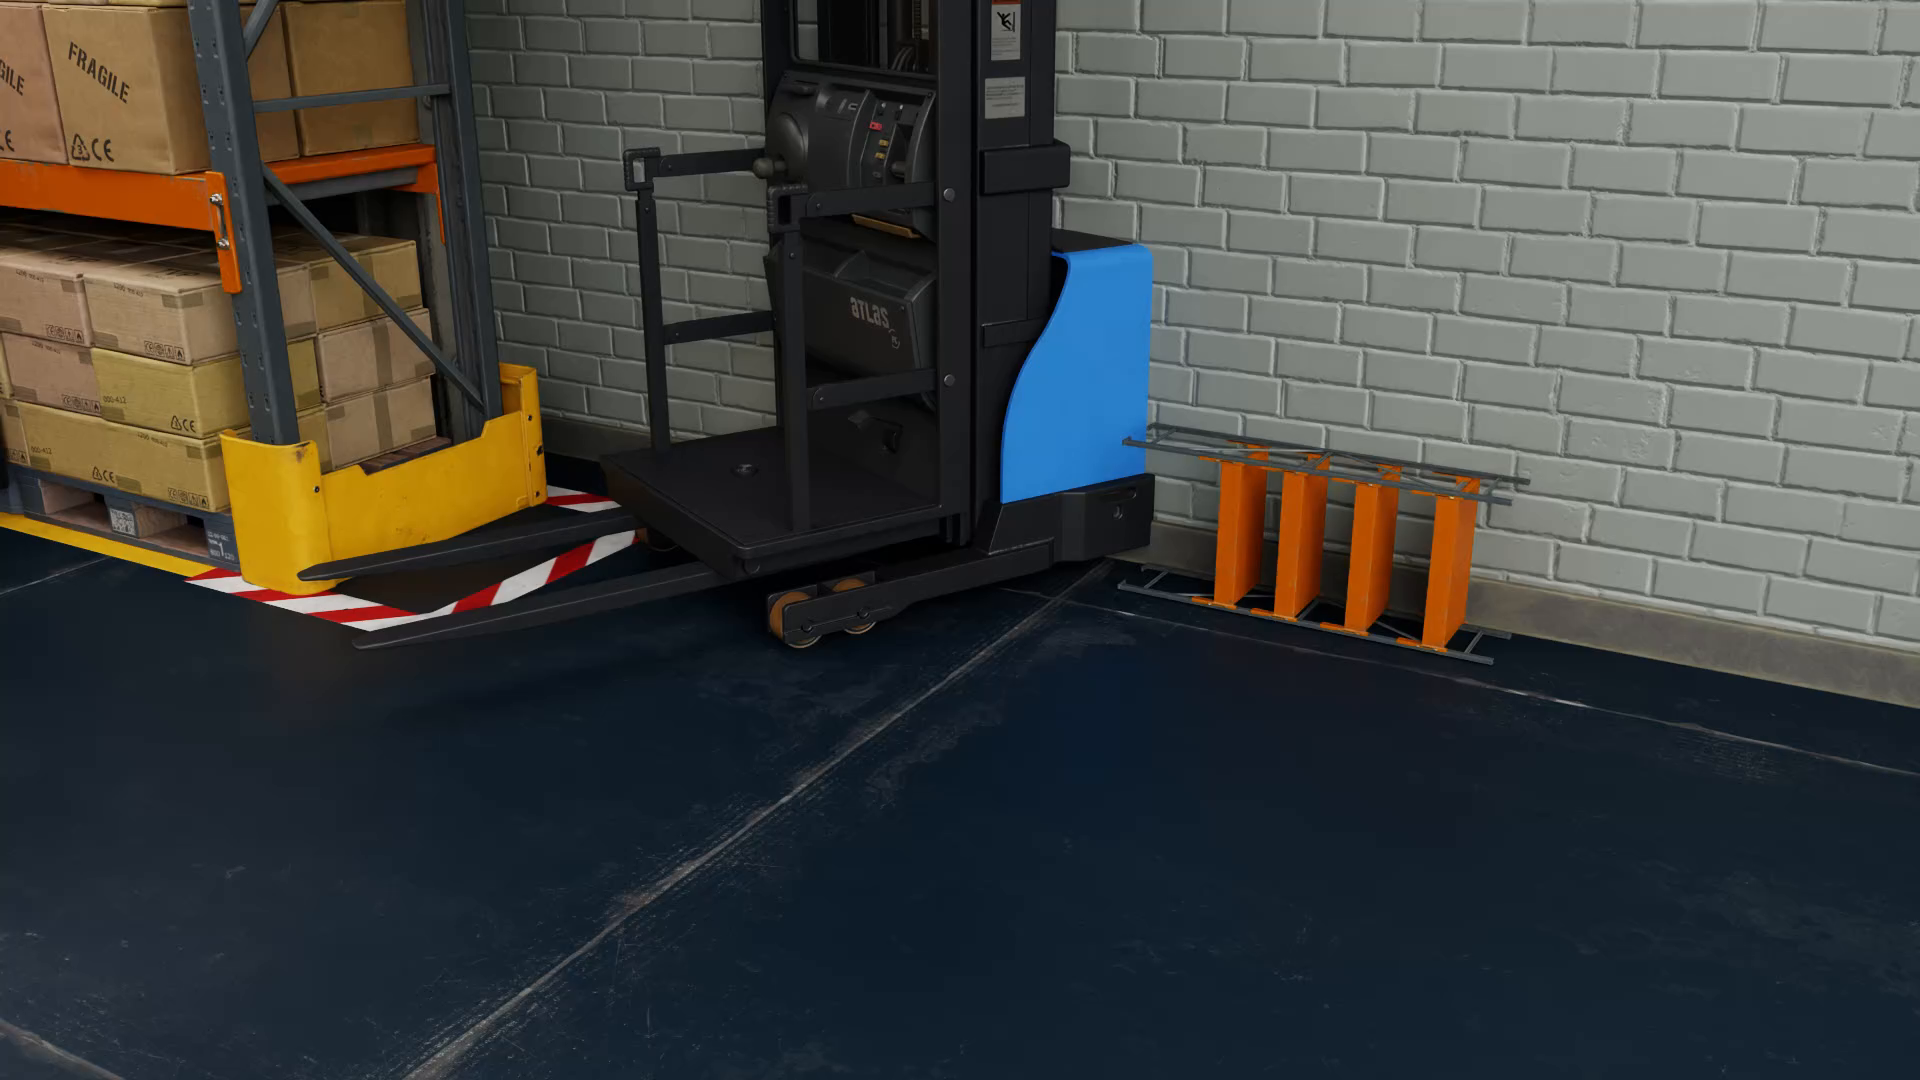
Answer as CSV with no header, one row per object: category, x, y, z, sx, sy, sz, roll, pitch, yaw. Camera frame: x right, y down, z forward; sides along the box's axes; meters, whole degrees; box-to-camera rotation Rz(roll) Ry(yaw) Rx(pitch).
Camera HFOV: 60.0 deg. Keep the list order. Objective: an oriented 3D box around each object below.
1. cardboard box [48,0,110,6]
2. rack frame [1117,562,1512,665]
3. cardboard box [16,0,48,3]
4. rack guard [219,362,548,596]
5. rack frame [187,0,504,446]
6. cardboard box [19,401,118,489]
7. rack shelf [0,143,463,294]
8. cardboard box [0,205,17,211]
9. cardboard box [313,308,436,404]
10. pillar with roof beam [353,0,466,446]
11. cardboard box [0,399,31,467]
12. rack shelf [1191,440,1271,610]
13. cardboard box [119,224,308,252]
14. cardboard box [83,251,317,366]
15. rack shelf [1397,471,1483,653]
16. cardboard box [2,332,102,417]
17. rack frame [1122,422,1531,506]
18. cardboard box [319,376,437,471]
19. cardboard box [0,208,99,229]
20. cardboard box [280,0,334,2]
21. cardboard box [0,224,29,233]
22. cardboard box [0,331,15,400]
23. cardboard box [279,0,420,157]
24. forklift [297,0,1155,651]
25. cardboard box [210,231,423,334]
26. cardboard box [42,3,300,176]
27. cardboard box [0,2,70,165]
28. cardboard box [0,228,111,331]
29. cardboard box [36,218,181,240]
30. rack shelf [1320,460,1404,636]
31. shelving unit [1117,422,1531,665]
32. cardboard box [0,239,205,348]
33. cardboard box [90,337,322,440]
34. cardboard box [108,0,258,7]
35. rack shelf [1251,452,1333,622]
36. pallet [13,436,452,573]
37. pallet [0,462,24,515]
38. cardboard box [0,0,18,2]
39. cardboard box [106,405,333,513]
cardboard box,-2.668,-1.789,5.300,0.250,0.149,0.380,11,23,28
rack frame,1.090,0.220,5.218,1.200,0.015,0.240,11,23,28
cardboard box,-2.865,-1.850,5.469,0.250,0.149,0.380,11,23,28
rack guard,-1.970,-0.250,5.821,0.348,0.500,1.175,11,23,27
rack frame,-1.991,-1.429,5.406,0.127,3.000,1.000,11,23,27
cardboard box,-2.985,-0.404,5.995,0.500,0.250,0.500,11,23,27
rack shelf,-3.737,-1.424,6.446,4.000,0.370,1.077,11,23,27
cardboard box,-4.075,-1.277,6.937,0.500,0.250,0.500,11,23,28
cardboard box,-2.300,-0.709,6.104,0.500,0.250,0.500,11,23,28
pillar with roof beam,-4.259,-3.352,1.909,0.400,9.000,9.100,11,23,27
cardboard box,-3.417,-0.489,6.232,0.500,0.250,0.500,11,23,28
rack shelf,0.860,-0.055,5.261,0.148,0.480,0.258,11,23,28
cardboard box,-2.756,-1.022,6.235,0.500,0.250,0.500,11,23,27
cardboard box,-2.545,-0.788,5.588,0.500,0.250,0.500,12,23,29
rack shelf,1.429,0.058,4.949,0.148,0.480,0.258,11,23,28
cardboard box,-3.001,-0.643,5.923,0.500,0.250,0.500,11,22,27
rack frame,1.090,-0.239,5.052,1.200,0.015,0.240,11,23,28
cardboard box,-2.325,-0.474,6.189,0.500,0.250,0.500,11,23,28
cardboard box,-3.632,-1.196,6.713,0.500,0.250,0.500,10,22,26
cardboard box,-2.161,-1.915,5.647,0.250,0.149,0.380,10,22,26
cardboard box,-3.878,-1.038,6.279,0.500,0.250,0.500,10,22,26
cardboard box,-3.462,-0.723,6.143,0.500,0.250,0.500,10,22,26
cardboard box,-2.288,-1.641,5.844,0.500,0.500,0.500,12,23,29
forklift,-0.525,-1.259,5.038,3.031,2.935,1.130,-13,24,-31
cardboard box,-2.318,-0.940,6.009,0.500,0.250,0.500,10,22,26
cardboard box,-2.549,-1.480,5.399,0.500,0.500,0.500,10,22,26
cardboard box,-2.997,-1.569,5.645,0.500,0.500,0.500,12,23,29
cardboard box,-3.439,-0.952,6.040,0.500,0.250,0.500,11,23,28
cardboard box,-3.188,-1.109,6.473,0.500,0.250,0.500,11,22,27
rack shelf,1.225,0.017,5.061,0.148,0.480,0.258,11,23,28
shelving unit,1.090,-0.010,5.135,1.200,0.503,0.258,11,23,28
cardboard box,-2.994,-0.871,5.817,0.500,0.250,0.500,11,23,28
cardboard box,-2.569,-0.557,5.685,0.500,0.250,0.500,10,22,27
cardboard box,-2.431,-1.755,5.207,0.250,0.149,0.380,11,23,28
rack shelf,1.032,-0.021,5.167,0.148,0.480,0.258,11,23,28
pallet,-2.679,-0.233,6.198,1.213,0.211,1.003,11,23,27
pallet,-3.740,-0.436,6.758,1.213,0.211,1.003,11,23,27
cardboard box,-3.076,-1.895,5.592,0.250,0.149,0.380,11,22,27
cardboard box,-2.555,-0.318,5.760,0.500,0.250,0.500,11,23,28
